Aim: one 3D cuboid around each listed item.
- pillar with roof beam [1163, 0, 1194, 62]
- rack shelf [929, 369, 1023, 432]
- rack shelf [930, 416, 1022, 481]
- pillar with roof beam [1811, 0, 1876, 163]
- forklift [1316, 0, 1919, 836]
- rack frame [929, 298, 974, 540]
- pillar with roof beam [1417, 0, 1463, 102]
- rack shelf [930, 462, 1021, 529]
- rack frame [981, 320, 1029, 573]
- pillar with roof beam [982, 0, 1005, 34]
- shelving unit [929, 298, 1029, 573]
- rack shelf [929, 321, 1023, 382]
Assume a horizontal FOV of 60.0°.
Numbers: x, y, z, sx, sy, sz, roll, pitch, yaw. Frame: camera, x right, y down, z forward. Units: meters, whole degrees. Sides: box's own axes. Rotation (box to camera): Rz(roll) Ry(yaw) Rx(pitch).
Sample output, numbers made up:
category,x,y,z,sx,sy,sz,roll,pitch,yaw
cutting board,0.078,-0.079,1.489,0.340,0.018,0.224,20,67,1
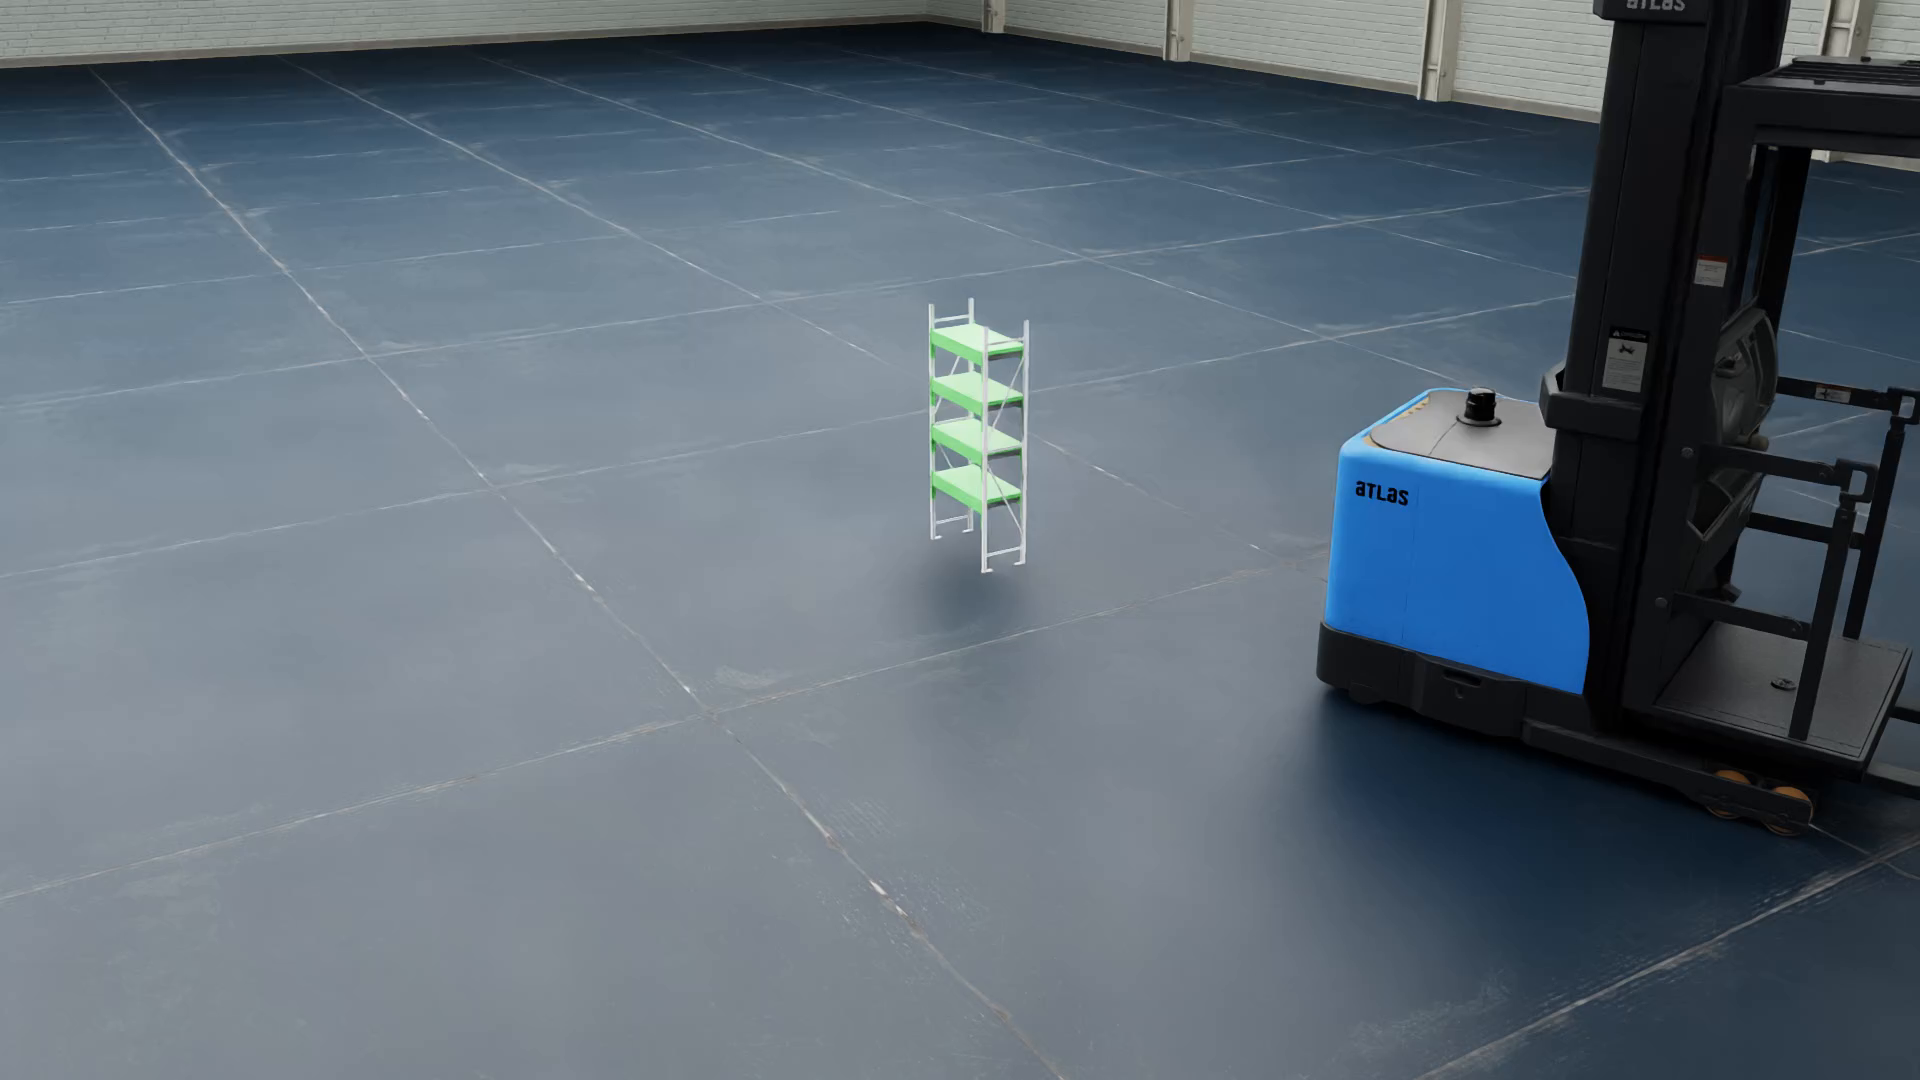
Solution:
category,x,y,z,sx,sy,sz,roll,pitch,yaw
pillar with roof beam,0.030,-11.589,24.872,9.100,9.000,0.400,-13,25,-28
rack shelf,0.085,-0.665,7.887,0.258,0.148,0.480,-13,25,-28
rack shelf,0.085,-0.443,7.978,0.258,0.148,0.480,-13,25,-28
pillar with roof beam,6.159,-7.704,15.315,9.100,9.000,0.400,-13,25,-28
forklift,2.941,-0.557,5.788,3.031,2.935,1.130,15,27,33
rack frame,-0.040,-0.581,8.148,0.240,1.200,0.015,-13,25,-28
pillar with roof beam,3.095,-9.646,20.093,9.100,9.000,0.400,-13,25,-28
rack shelf,0.085,-0.221,8.068,0.258,0.148,0.480,-13,25,-28
rack frame,0.209,-0.423,7.759,0.240,1.200,0.015,-13,25,-28
pillar with roof beam,-3.035,-13.531,29.650,9.100,9.000,0.400,-13,25,-28
shelving unit,0.085,-0.502,7.954,0.258,1.200,0.503,-13,25,-28
rack shelf,0.085,-0.888,7.797,0.258,0.148,0.480,-13,25,-28
